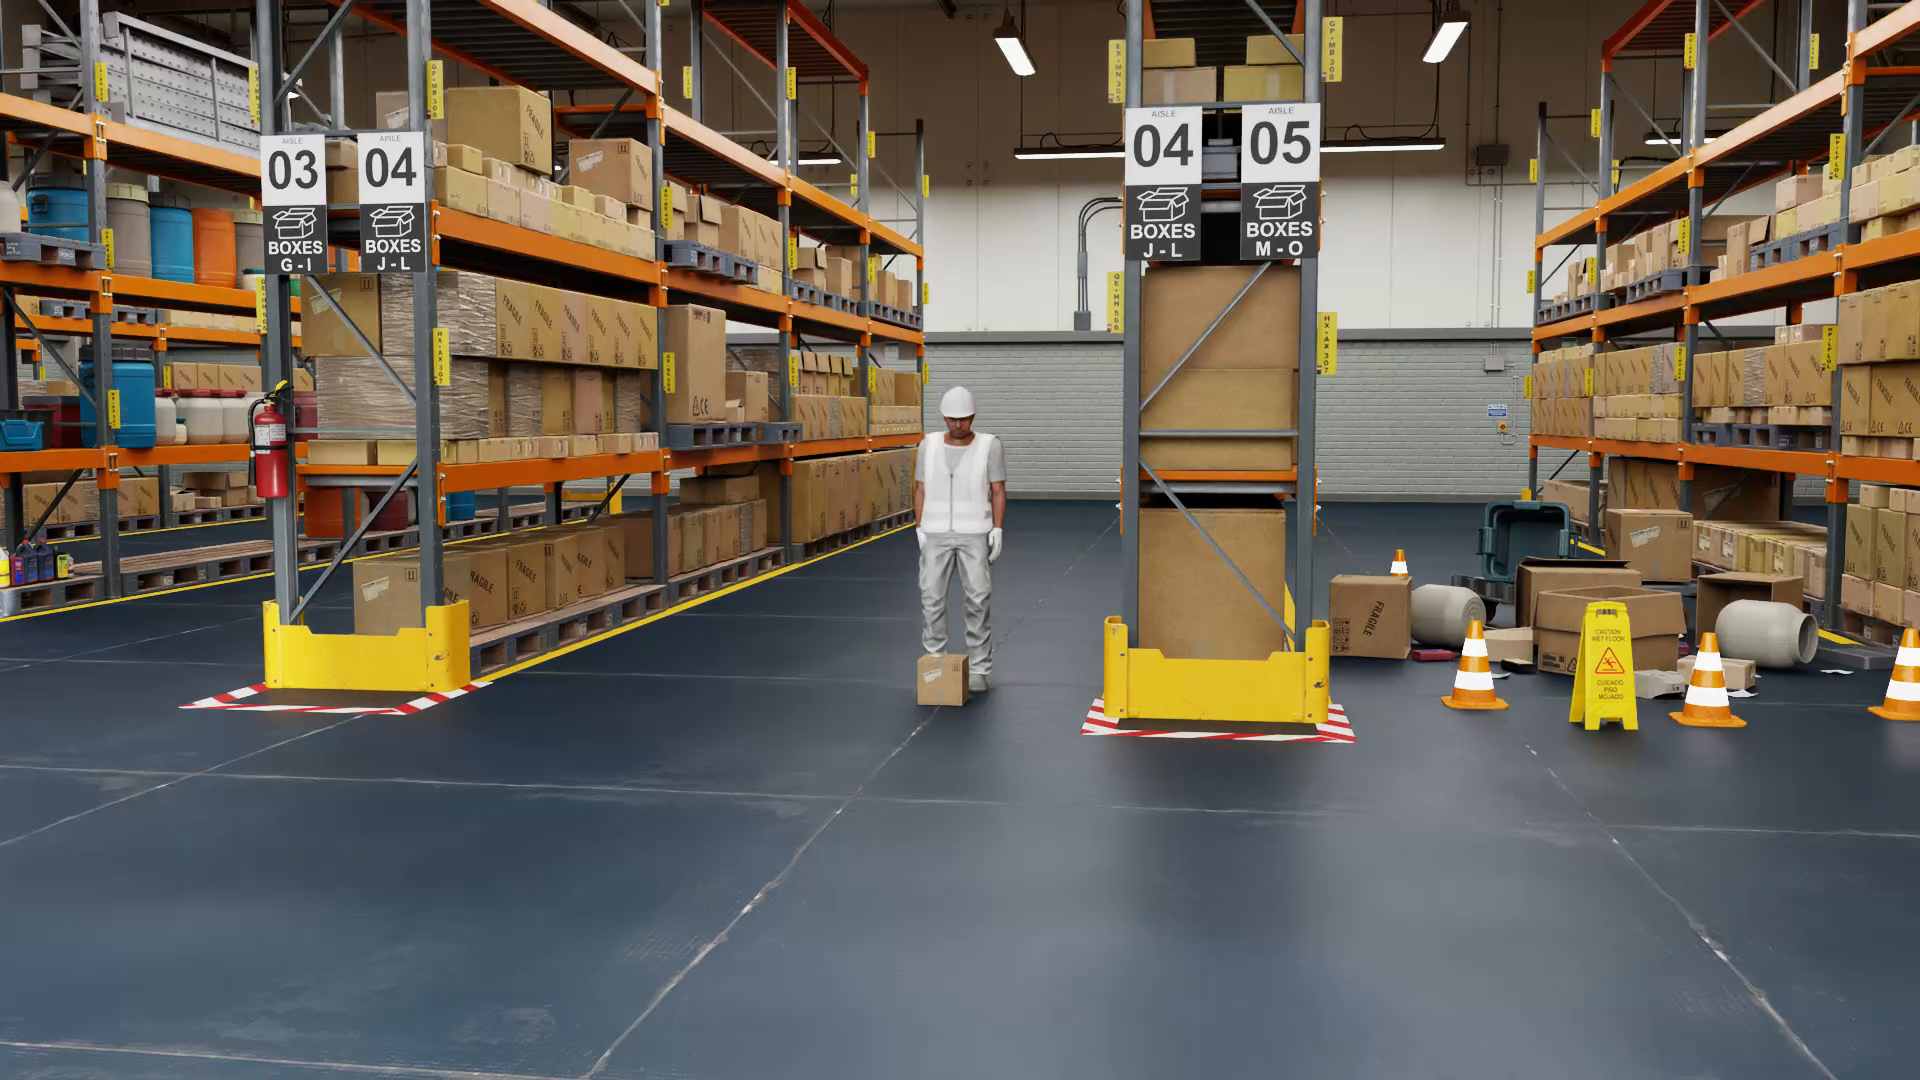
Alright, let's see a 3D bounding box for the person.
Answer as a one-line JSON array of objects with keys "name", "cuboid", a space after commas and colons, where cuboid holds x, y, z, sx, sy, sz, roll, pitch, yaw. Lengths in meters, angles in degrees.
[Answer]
[{"name": "person", "cuboid": [-0.003, -0.011, 9.717, 0.554, 1.769, 0.379, 1, 4, 10]}]
